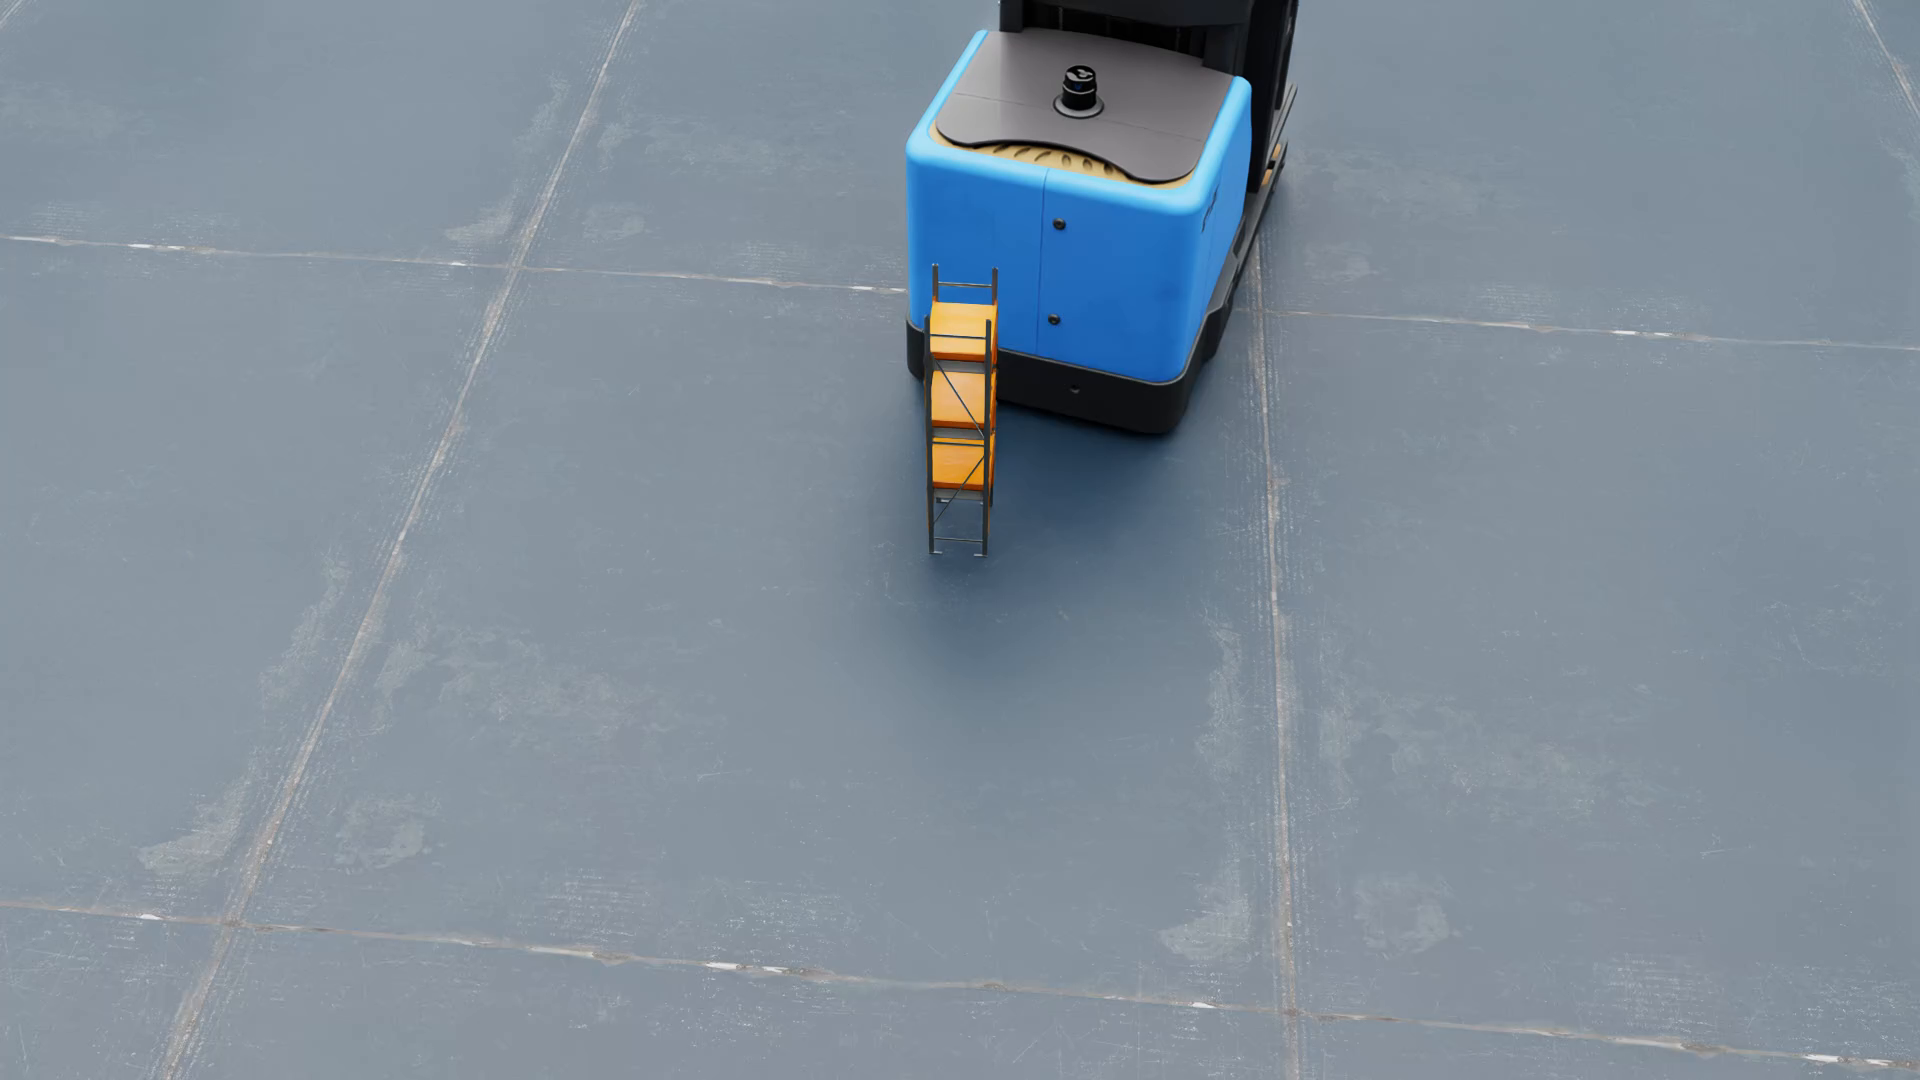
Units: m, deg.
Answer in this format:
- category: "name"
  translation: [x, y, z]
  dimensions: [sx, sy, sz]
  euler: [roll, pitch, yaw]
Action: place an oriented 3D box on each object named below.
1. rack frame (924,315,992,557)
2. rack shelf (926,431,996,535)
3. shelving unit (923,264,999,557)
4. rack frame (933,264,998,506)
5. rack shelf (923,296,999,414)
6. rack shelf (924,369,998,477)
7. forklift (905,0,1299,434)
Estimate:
- category: "rack frame"
  translation: [-0.006, -0.304, 5.317]
  dimensions: [0.200, 1.050, 0.008]
  euler: [4, 48, 4]
- category: "rack shelf"
  translation: [0.005, -0.199, 5.611]
  dimensions: [0.215, 0.259, 0.240]
  euler: [4, 48, 4]
- category: "shelving unit"
  translation: [0.005, -0.394, 5.399]
  dimensions: [0.215, 1.050, 0.252]
  euler: [4, 48, 4]
- category: "rack frame"
  translation: [0.016, -0.483, 5.481]
  dimensions: [0.200, 1.050, 0.008]
  euler: [4, 48, 4]
- category: "rack shelf"
  translation: [0.005, -0.578, 5.197]
  dimensions: [0.215, 0.259, 0.240]
  euler: [4, 48, 4]
- category: "rack shelf"
  translation: [0.005, -0.386, 5.406]
  dimensions: [0.215, 0.259, 0.240]
  euler: [4, 48, 4]
- category: "forklift"
  translation: [0.765, -2.483, 6.035]
  dimensions: [1.130, 2.935, 3.031]
  euler: [14, 49, 13]
